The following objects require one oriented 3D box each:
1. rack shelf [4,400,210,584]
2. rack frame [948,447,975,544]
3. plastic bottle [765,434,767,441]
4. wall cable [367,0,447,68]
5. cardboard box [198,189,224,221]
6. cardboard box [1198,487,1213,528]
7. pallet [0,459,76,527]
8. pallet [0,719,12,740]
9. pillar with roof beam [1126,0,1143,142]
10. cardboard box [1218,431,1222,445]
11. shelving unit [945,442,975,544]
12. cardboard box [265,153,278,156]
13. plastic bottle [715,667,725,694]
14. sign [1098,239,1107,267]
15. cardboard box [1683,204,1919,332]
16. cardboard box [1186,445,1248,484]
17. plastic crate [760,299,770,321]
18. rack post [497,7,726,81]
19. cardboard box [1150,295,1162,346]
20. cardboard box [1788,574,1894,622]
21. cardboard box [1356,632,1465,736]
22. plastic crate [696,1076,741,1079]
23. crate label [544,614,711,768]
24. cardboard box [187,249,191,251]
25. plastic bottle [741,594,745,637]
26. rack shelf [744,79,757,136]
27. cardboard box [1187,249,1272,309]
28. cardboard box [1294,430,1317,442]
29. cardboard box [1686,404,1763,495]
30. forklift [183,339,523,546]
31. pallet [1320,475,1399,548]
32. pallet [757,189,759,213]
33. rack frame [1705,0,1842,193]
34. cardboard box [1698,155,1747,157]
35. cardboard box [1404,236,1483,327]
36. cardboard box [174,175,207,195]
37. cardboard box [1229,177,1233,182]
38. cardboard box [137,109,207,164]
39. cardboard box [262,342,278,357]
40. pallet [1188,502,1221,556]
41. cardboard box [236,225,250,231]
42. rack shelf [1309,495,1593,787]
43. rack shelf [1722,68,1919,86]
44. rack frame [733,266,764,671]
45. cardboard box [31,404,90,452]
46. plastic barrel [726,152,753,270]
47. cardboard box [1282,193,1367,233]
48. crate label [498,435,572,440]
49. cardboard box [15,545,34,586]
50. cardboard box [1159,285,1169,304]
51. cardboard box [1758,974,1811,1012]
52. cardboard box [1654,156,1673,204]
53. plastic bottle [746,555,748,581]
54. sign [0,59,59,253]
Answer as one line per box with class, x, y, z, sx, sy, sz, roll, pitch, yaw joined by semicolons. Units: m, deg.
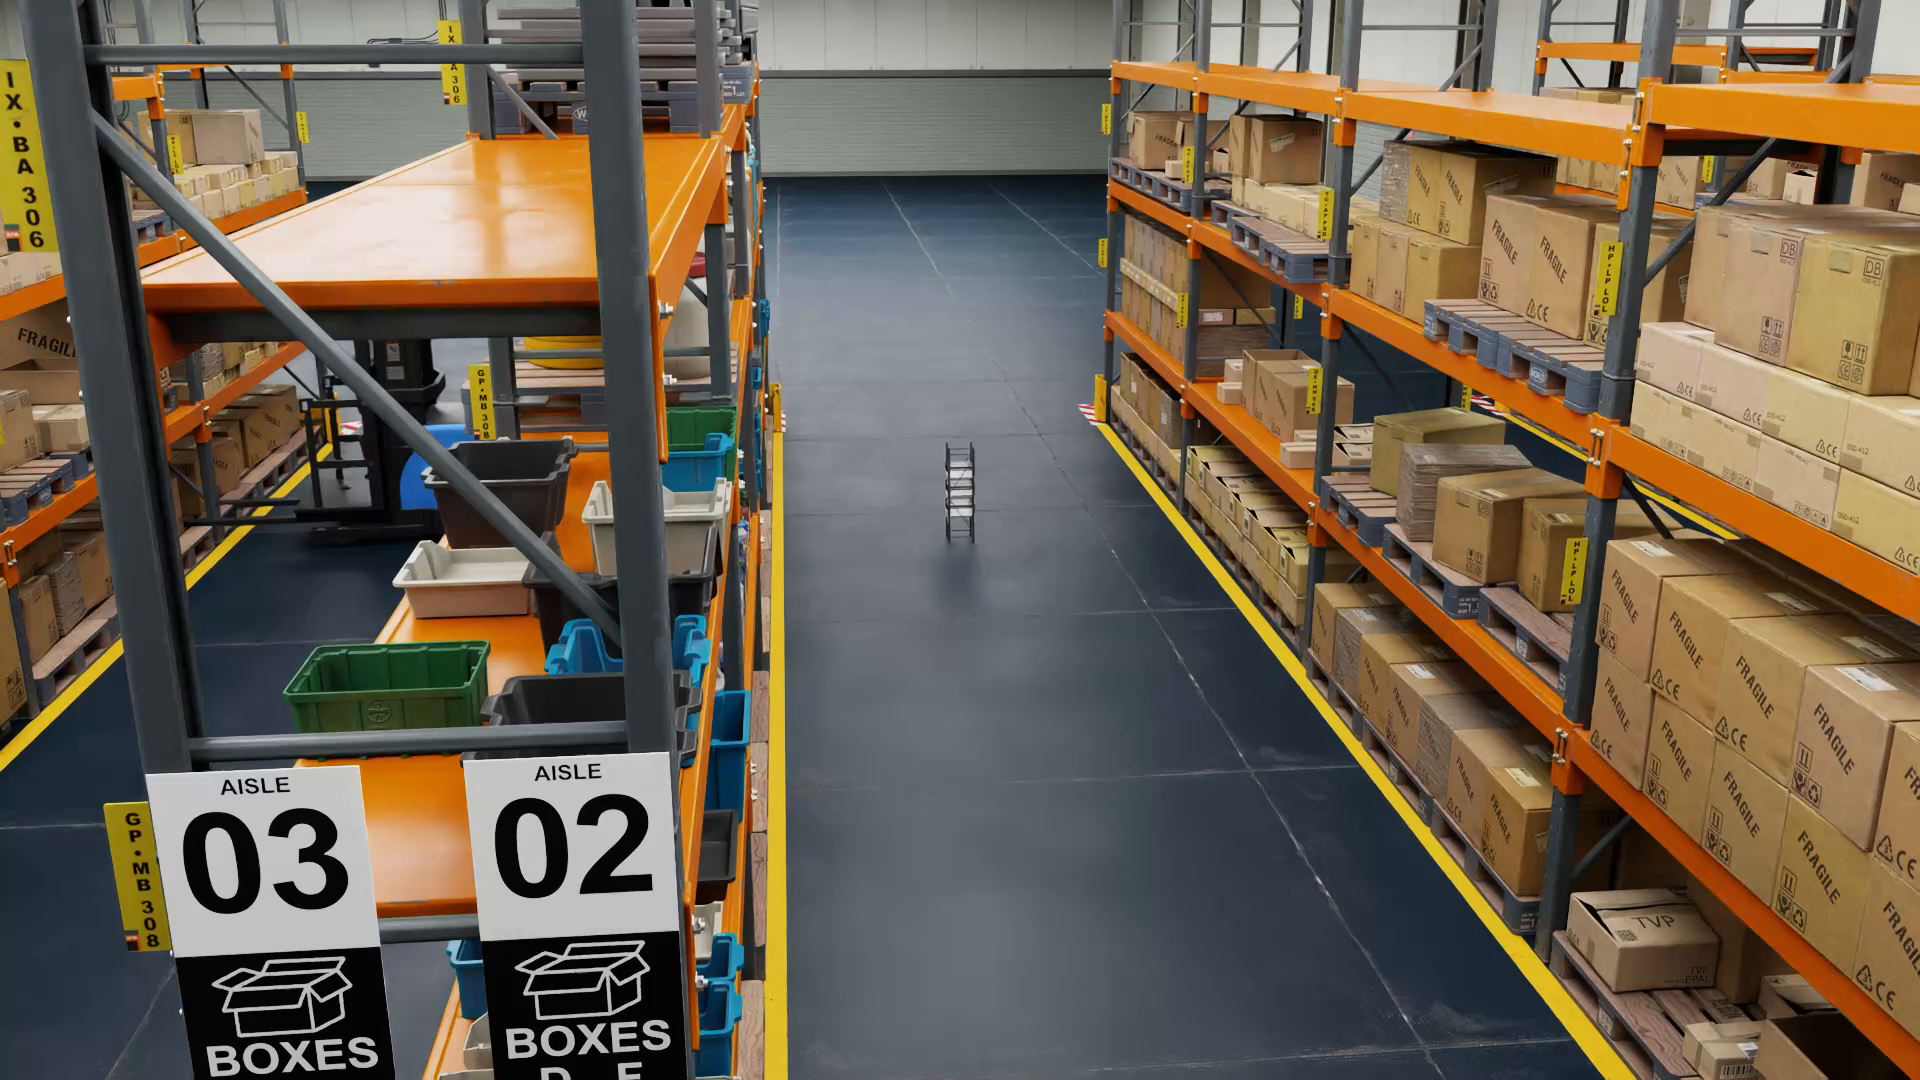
rack shelf;-7.027;-0.457;12.898;1.077;0.370;4.000;-2;18;-6
rack frame;0.011;-0.397;15.011;0.240;0.900;0.006;-2;18;-6
plastic bottle;-2.081;-1.000;17.240;0.152;0.276;0.135;-2;18;-7
wall cable;-15.903;-16.522;47.174;2.305;6.003;0.169;-2;18;-6
cardboard box;-7.085;-3.055;15.215;0.500;0.250;0.500;-2;18;-6
cardboard box;2.467;-0.309;15.116;0.500;0.250;0.500;-1;17;-4
pallet;-7.001;-0.322;11.587;1.213;0.211;1.003;-2;18;-6
pallet;-6.815;1.364;10.554;1.003;0.211;1.213;-2;18;-6
pillar with roof beam;0.691;-14.532;46.515;9.100;9.000;0.400;-2;18;-6
cardboard box;2.824;-1.244;16.841;0.500;0.500;0.500;-2;18;-6
shelving unit;0.001;-0.427;15.108;0.258;0.900;0.210;-2;18;-6
cardboard box;-7.397;-3.983;17.506;0.380;0.149;0.250;-2;18;-7
plastic bottle;-1.200;0.731;7.995;0.144;0.351;0.185;-2;18;-6
sign;1.655;-3.328;19.265;0.100;0.325;0.005;-2;18;-6
cardboard box;3.533;-1.129;6.996;0.700;0.500;0.500;-2;18;-6
cardboard box;2.415;-0.726;15.508;0.500;0.311;0.500;-2;18;-5
plastic crate;-2.370;-2.530;18.548;0.499;0.251;0.616;-2;18;-6
rack post;-1.538;-2.243;7.499;0.937;0.300;0.954;-2;18;-7
cardboard box;2.405;-2.340;17.527;0.700;0.500;0.500;-1;17;-4
cardboard box;3.811;0.453;6.962;0.500;0.500;0.500;-2;18;-7
cardboard box;2.902;0.924;10.739;0.500;0.500;0.500;-2;18;-6
plastic crate;-0.788;1.740;5.041;0.250;0.136;0.298;-2;18;-6
crate label;-0.843;0.381;4.268;0.408;0.251;0.502;-2;18;-6
cardboard box;-7.131;-2.502;15.880;0.500;0.500;0.500;-2;18;-6
plastic bottle;-1.270;0.399;9.178;0.152;0.276;0.135;-2;18;-6
rack shelf;-2.101;-3.281;12.547;1.077;0.370;4.000;-2;18;-6
cardboard box;2.568;-2.499;15.871;0.700;0.500;0.500;-2;18;-5
cardboard box;2.845;-0.767;13.106;0.380;0.149;0.250;0;17;-2
cardboard box;3.297;-0.375;6.680;0.500;0.250;0.500;-2;18;-6
forklift;-5.596;-1.510;15.165;3.031;2.935;1.130;-3;18;-9
pallet;3.173;-0.218;11.256;1.213;0.211;1.003;-2;18;-6
pallet;-2.479;-3.102;15.430;1.213;0.211;1.003;-2;18;-6
rack frame;7.547;-4.717;15.252;1.000;3.000;0.127;-2;18;-6
cardboard box;7.226;-3.961;15.982;0.500;0.500;0.500;-3;18;-10
cardboard box;3.218;-1.552;10.011;0.910;0.500;0.500;-2;18;-6
cardboard box;-7.063;-3.211;15.047;0.380;0.149;0.250;-2;18;-5
cardboard box;2.831;-3.605;15.615;0.500;0.500;0.500;0;17;-1
cardboard box;-7.762;-3.996;16.465;0.500;0.500;0.500;-2;18;-6
cardboard box;-7.152;-1.945;16.858;0.380;0.149;0.250;-2;18;-6
pallet;2.735;-0.152;15.382;1.003;0.211;1.213;-2;18;-6
cardboard box;-7.861;-3.082;17.726;0.500;0.500;0.500;-2;18;-6
rack shelf;3.239;0.430;10.073;1.077;0.370;4.000;-2;18;-6
rack shelf;7.753;-3.587;13.521;1.077;0.370;4.000;-2;18;-6
rack frame;-1.895;-0.357;11.379;1.000;3.000;0.127;-2;18;-6
cardboard box;-6.765;-0.839;12.465;0.500;0.250;0.500;-2;18;-7
plastic barrel;-1.763;-2.279;11.656;0.600;0.901;0.600;0;17;0
cardboard box;2.810;-2.529;12.838;0.500;0.250;0.500;-2;18;-7
crate label;-1.719;-0.316;6.681;0.293;0.136;0.466;-2;18;-6
cardboard box;-6.920;0.222;11.721;0.500;0.250;0.500;-1;17;-3
cardboard box;2.250;-2.511;16.989;0.380;0.149;0.250;-1;17;-4
cardboard box;3.885;2.104;7.566;0.380;0.149;0.250;-2;18;-6
cardboard box;7.210;-3.637;16.619;0.500;0.500;0.500;-3;18;-10
plastic bottle;-1.341;0.152;10.090;0.097;0.201;0.097;0;17;0
sign;-1.615;-0.660;2.868;0.100;0.325;0.005;-2;18;-6
